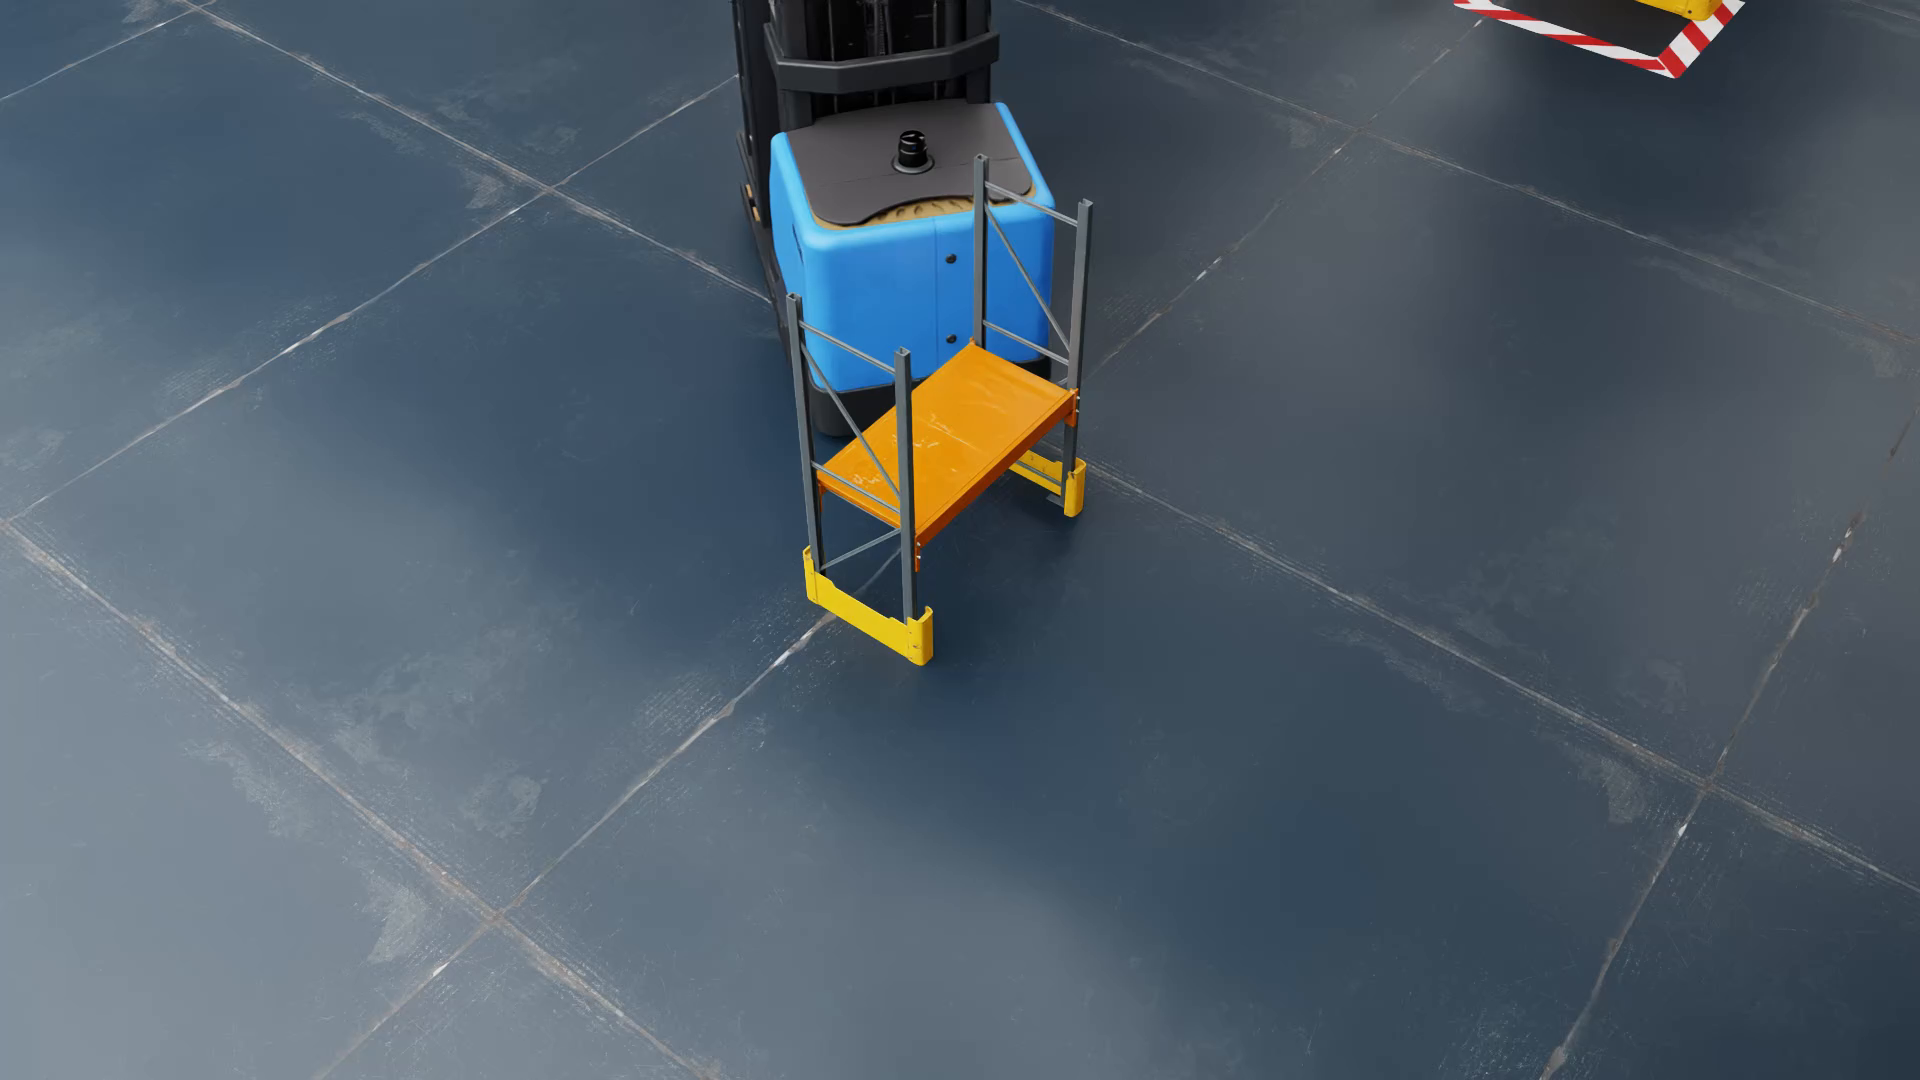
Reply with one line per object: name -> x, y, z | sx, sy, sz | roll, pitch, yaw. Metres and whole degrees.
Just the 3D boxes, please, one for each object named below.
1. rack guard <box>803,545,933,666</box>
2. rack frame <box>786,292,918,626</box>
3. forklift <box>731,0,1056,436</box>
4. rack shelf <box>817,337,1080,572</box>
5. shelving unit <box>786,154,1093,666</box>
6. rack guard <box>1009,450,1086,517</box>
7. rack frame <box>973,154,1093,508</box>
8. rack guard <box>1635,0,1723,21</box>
rack guard -> -0.351, 0.242, 6.346 | 0.587, 0.250, 0.087 | 29, 53, 25
rack frame -> 4.636, -4.949, 10.233 | 0.520, 1.800, 16.358 | 29, 53, 25
forklift -> -0.465, -2.541, 7.150 | 1.130, 2.935, 3.031 | -10, 47, -10
rack shelf -> -0.052, -0.345, 6.291 | 0.538, 0.185, 1.000 | 29, 53, 25
shelving unit -> 4.625, -4.951, 10.235 | 0.587, 1.800, 16.366 | 29, 53, 25
rack guard -> 0.258, -0.328, 6.890 | 0.587, 0.250, 0.087 | 29, 53, 25
rack frame -> 0.259, -0.760, 6.439 | 0.500, 1.500, 0.032 | 29, 53, 25
rack guard -> 3.935, -3.511, 9.758 | 1.175, 0.500, 0.348 | 29, 53, 25
